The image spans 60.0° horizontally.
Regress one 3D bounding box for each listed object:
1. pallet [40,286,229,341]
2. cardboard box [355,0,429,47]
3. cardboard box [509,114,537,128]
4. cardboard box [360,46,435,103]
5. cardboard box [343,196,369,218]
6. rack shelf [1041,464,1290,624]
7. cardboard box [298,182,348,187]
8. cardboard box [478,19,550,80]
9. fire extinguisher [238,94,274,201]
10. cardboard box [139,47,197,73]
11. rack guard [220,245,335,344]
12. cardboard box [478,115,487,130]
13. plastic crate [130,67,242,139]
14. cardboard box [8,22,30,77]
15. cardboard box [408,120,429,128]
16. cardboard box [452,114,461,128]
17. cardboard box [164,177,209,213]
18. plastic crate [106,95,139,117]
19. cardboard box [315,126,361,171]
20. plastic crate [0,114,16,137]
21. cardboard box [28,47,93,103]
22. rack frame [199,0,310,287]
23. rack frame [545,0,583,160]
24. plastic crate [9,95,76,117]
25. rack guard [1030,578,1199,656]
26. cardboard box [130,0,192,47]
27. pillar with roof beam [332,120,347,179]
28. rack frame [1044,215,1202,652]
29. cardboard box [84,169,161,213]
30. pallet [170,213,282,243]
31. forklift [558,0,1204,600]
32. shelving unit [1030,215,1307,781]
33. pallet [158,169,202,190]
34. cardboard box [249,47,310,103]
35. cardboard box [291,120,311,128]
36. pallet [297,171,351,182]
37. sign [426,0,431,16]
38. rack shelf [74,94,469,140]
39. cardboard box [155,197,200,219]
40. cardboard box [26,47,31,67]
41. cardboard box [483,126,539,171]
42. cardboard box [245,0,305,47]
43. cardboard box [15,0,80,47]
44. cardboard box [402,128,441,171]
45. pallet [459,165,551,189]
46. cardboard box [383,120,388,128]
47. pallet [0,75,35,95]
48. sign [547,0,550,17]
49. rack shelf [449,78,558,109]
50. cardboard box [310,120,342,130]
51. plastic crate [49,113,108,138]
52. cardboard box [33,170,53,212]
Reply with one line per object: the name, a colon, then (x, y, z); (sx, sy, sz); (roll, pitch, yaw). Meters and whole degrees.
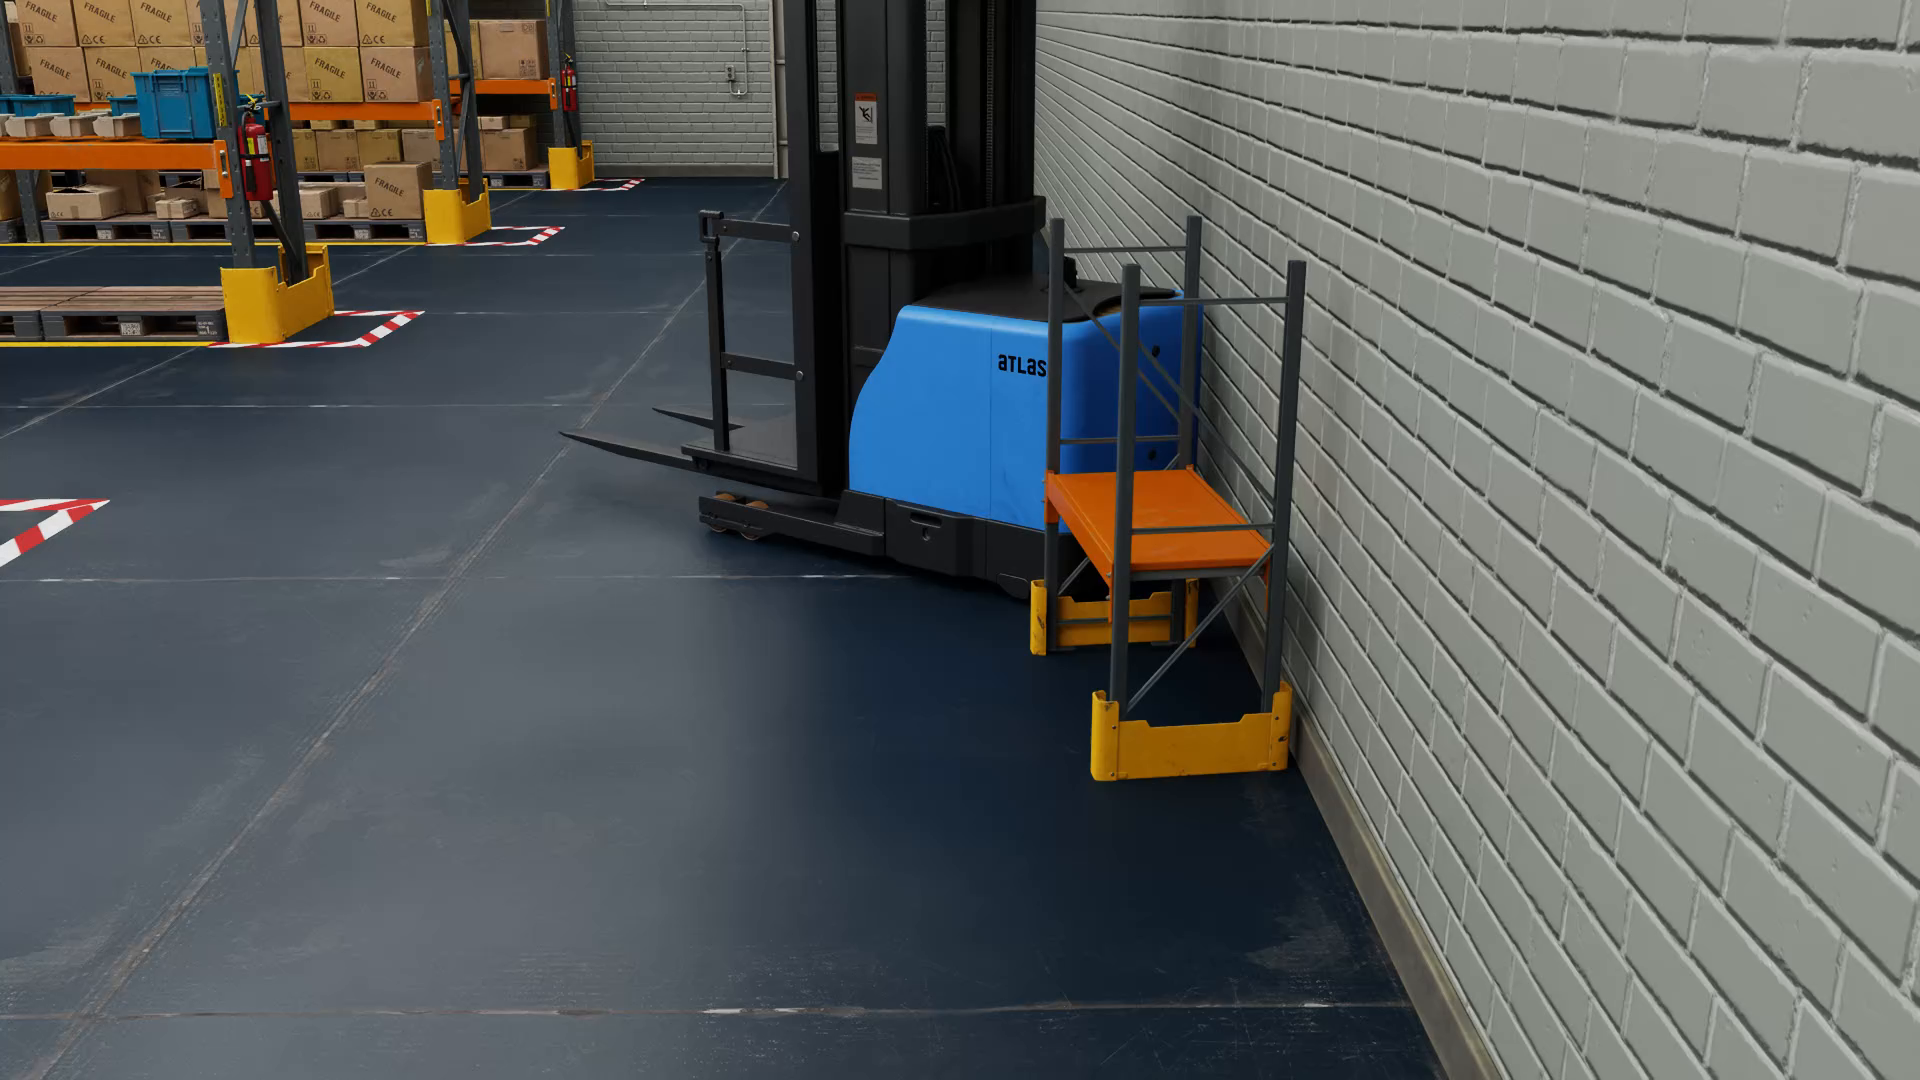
pallet: (-5.603, -1.598, 11.685); (1.213, 0.211, 1.003); (0, 18, -1)
cardboard box: (-5.293, -4.869, 15.514); (0.500, 0.500, 0.500); (0, 18, -1)
cardboard box: (-5.510, -5.290, 20.972); (0.250, 0.149, 0.380); (0, 18, 0)
cardboard box: (-5.296, -4.393, 15.669); (0.500, 0.500, 0.500); (0, 18, 1)
cardboard box: (-5.798, -3.239, 16.153); (0.250, 0.166, 0.380); (0, 18, -1)
rack shelf: (0.612, -0.011, 5.215); (0.538, 0.185, 1.000); (-2, 18, -8)
cardboard box: (-6.400, -3.411, 16.550); (0.500, 0.250, 0.500); (0, 18, -1)
cardboard box: (-5.444, -6.081, 20.604); (0.700, 0.700, 0.980); (1, 18, 2)
fire extinguisher: (-4.620, -2.566, 10.873); (0.183, 0.674, 0.296); (0, 18, -1)
cardboard box: (-7.325, -4.384, 15.639); (0.500, 0.500, 0.500); (0, 18, -1)
rack guard: (-4.754, -1.732, 11.629); (0.348, 0.500, 1.175); (0, 18, -1)
cardboard box: (-6.013, -5.171, 20.599); (0.250, 0.149, 0.380); (0, 18, 1)
plastic crate: (-5.109, -2.905, 11.037); (0.499, 0.435, 0.616); (0, 18, -1)
cardboard box: (-9.329, -4.725, 16.017); (0.500, 0.500, 0.700); (-6, 19, -19)
cardboard box: (-6.778, -5.284, 20.951); (0.250, 0.149, 0.380); (0, 18, 0)
cardboard box: (-6.267, -5.287, 20.960); (0.250, 0.149, 0.380); (0, 18, 0)
cardboard box: (-7.536, -3.434, 16.524); (0.500, 0.311, 0.500); (0, 18, -1)
plastic crate: (-5.688, -2.963, 11.550); (0.300, 0.233, 0.416); (0, 18, -1)
cardboard box: (-7.682, -4.908, 20.842); (0.500, 0.500, 0.700); (0, 18, -1)
plastic crate: (-6.454, -2.749, 11.041); (0.250, 0.136, 0.298); (0, 18, -1)
cardboard box: (-8.338, -4.379, 15.623); (0.500, 0.500, 0.500); (0, 18, 1)
rack frame: (-4.778, -2.918, 11.234); (0.127, 3.000, 1.000); (0, 18, -1)
rack frame: (-4.934, -5.944, 20.667); (0.127, 3.000, 1.000); (0, 18, -1)
plastic crate: (-6.346, -2.960, 11.541); (0.300, 0.233, 0.416); (0, 18, -1)
rack guard: (0.541, 0.260, 5.829); (0.587, 0.250, 0.087); (-2, 18, -8)
cardboard box: (-7.346, -4.857, 15.477); (0.500, 0.500, 0.500); (-1, 18, -2)
pillar with roof beam: (-8.179, -7.734, 16.425); (0.400, 9.000, 9.100); (0, 18, -1)
rack frame: (0.541, -0.336, 5.639); (0.500, 1.500, 0.032); (-2, 18, -8)
cardboard box: (-8.286, -3.521, 16.483); (0.500, 0.500, 0.500); (0, 18, -1)
pallet: (-6.942, -3.094, 16.347); (1.213, 0.211, 1.003); (0, 18, -1)
forklift: (-0.503, -1.509, 6.954); (3.031, 2.935, 1.130); (13, 22, 34)
shelving unit: (0.610, -0.185, 5.168); (0.587, 1.500, 1.083); (-2, 18, -8)
pallet: (-9.704, -4.570, 20.949); (1.213, 0.211, 1.003); (0, 18, -1)
cardboard box: (-6.313, -4.389, 15.656); (0.500, 0.500, 0.500); (0, 18, 0)
cardboard box: (-8.332, -5.276, 20.926); (0.250, 0.149, 0.380); (0, 18, -1)
pallet: (-8.172, -4.577, 20.969); (1.213, 0.211, 1.003); (0, 18, -1)
sign: (-4.863, -4.963, 15.196); (0.005, 0.325, 0.100); (0, 18, -1)
rack shelf: (-6.852, -4.079, 16.030); (4.000, 0.370, 1.077); (0, 18, -1)
cardboard box: (-7.564, -3.215, 16.079); (0.250, 0.166, 0.380); (0, 18, -1)
cardboard box: (-11.423, -6.030, 20.252); (0.500, 0.500, 0.500); (0, 18, -1)
cardboard box: (-5.632, -4.920, 20.879); (0.500, 0.500, 0.700); (0, 18, -1)
cardboard box: (-6.316, -4.862, 15.493); (0.500, 0.500, 0.500); (0, 18, 1)
cardboard box: (-8.376, -4.852, 15.461); (0.500, 0.500, 0.500); (0, 18, 1)
cardboard box: (-6.636, -4.915, 20.863); (0.500, 0.500, 0.700); (-1, 18, -3)
pallet: (-5.732, -4.589, 21.006); (1.213, 0.211, 1.003); (0, 18, -1)
cardboard box: (-7.289, -5.281, 20.943); (0.250, 0.149, 0.380); (0, 18, 0)
pallet: (-9.652, -4.350, 16.011); (1.213, 0.211, 1.003); (0, 18, -1)
sign: (-4.939, -6.442, 19.937); (0.005, 0.325, 0.100); (0, 18, -1)
rack shelf: (-6.934, -5.592, 20.746); (4.000, 0.370, 1.077); (0, 18, -1)
cardboard box: (-7.839, -5.162, 20.570); (0.250, 0.149, 0.380); (0, 18, 1)
plastic crate: (-5.880, -2.765, 11.090); (0.243, 0.136, 0.396); (0, 18, -1)
cardboard box: (-9.339, -3.503, 16.430); (0.500, 0.500, 0.500); (-1, 18, -3)
